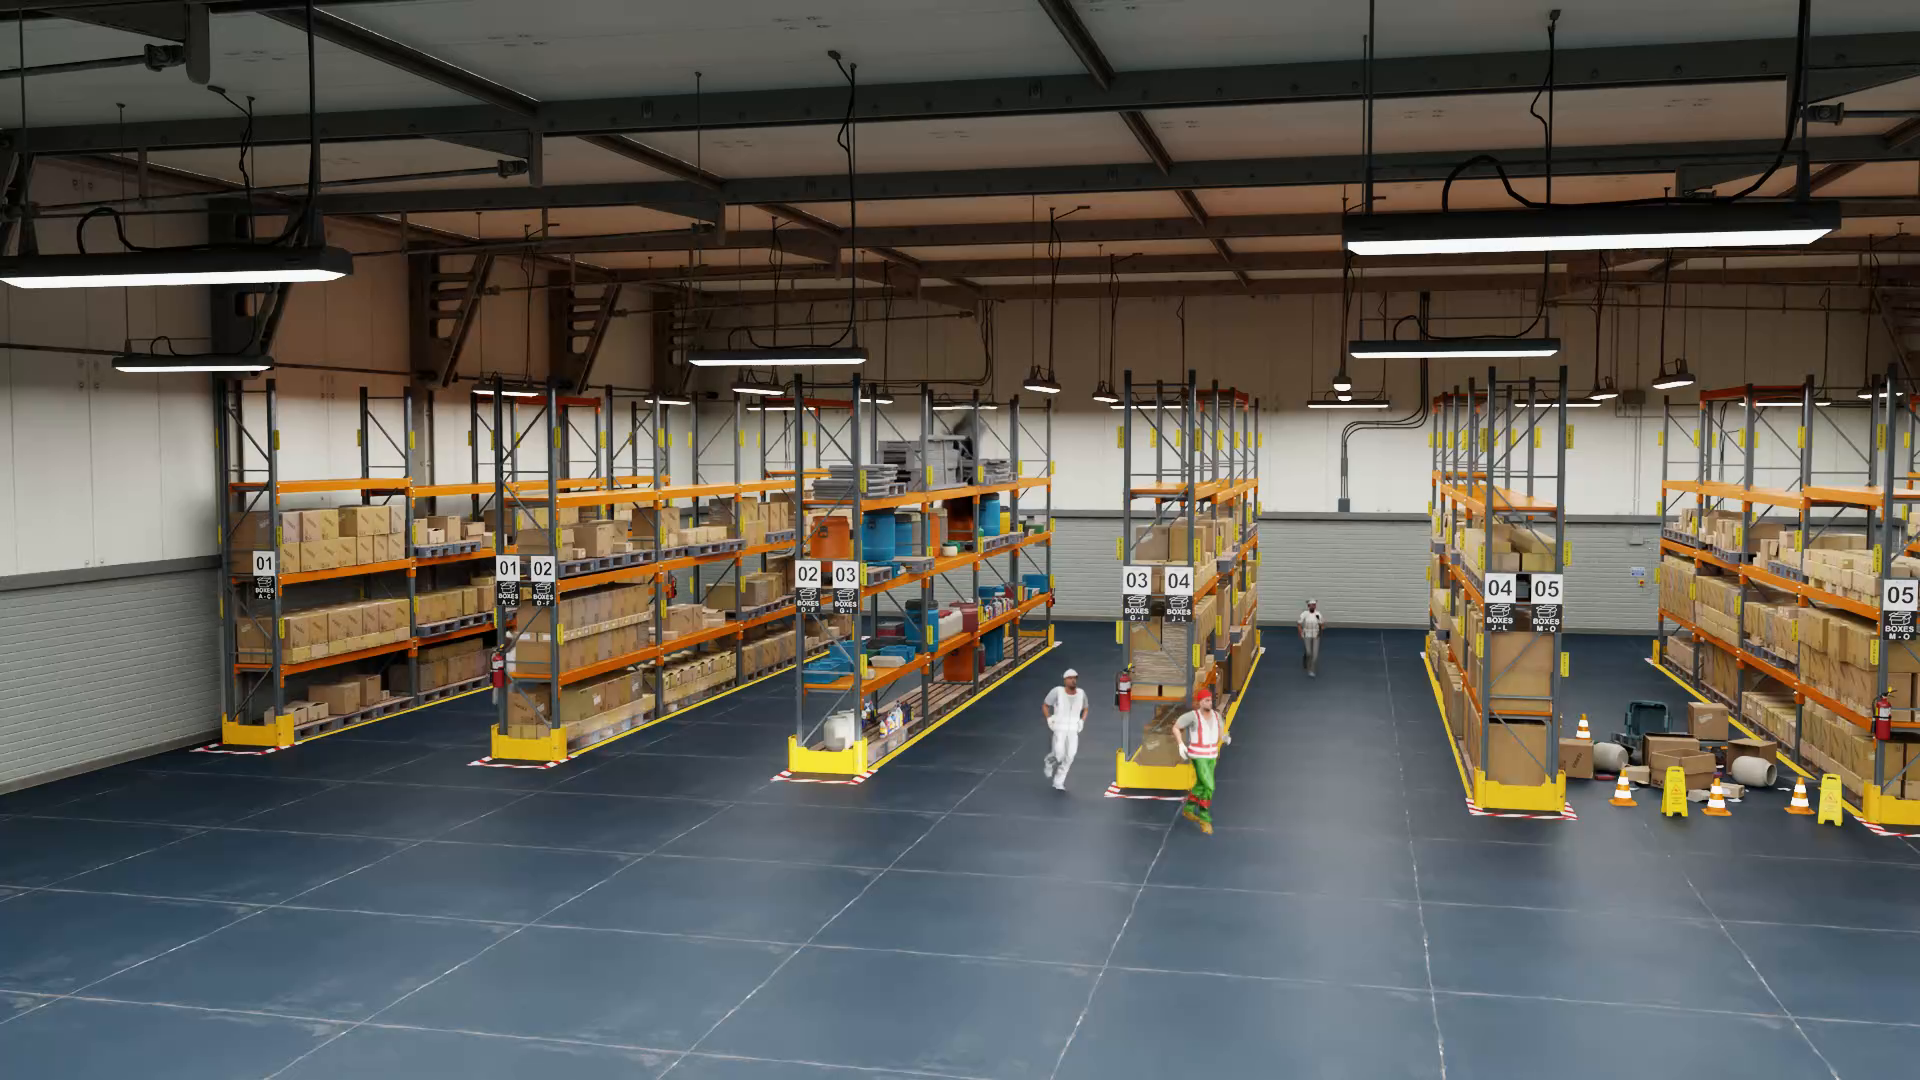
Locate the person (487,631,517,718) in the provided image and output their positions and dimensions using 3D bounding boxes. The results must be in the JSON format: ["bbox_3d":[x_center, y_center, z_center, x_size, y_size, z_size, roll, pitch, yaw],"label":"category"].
[{"bbox_3d":[-7.800,2.426,28.490,0.691,1.723,0.586,0,3,5],"label":"person"}]

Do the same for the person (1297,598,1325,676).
[{"bbox_3d":[7.463,2.062,35.338,0.575,1.657,0.559,0,3,2],"label":"person"}]

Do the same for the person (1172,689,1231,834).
[{"bbox_3d":[3.142,2.834,21.422,0.636,1.844,0.787,-2,4,-36],"label":"person"}]

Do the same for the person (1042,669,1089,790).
[{"bbox_3d":[1.534,2.715,24.001,0.683,1.724,0.599,-1,4,-15],"label":"person"}]
